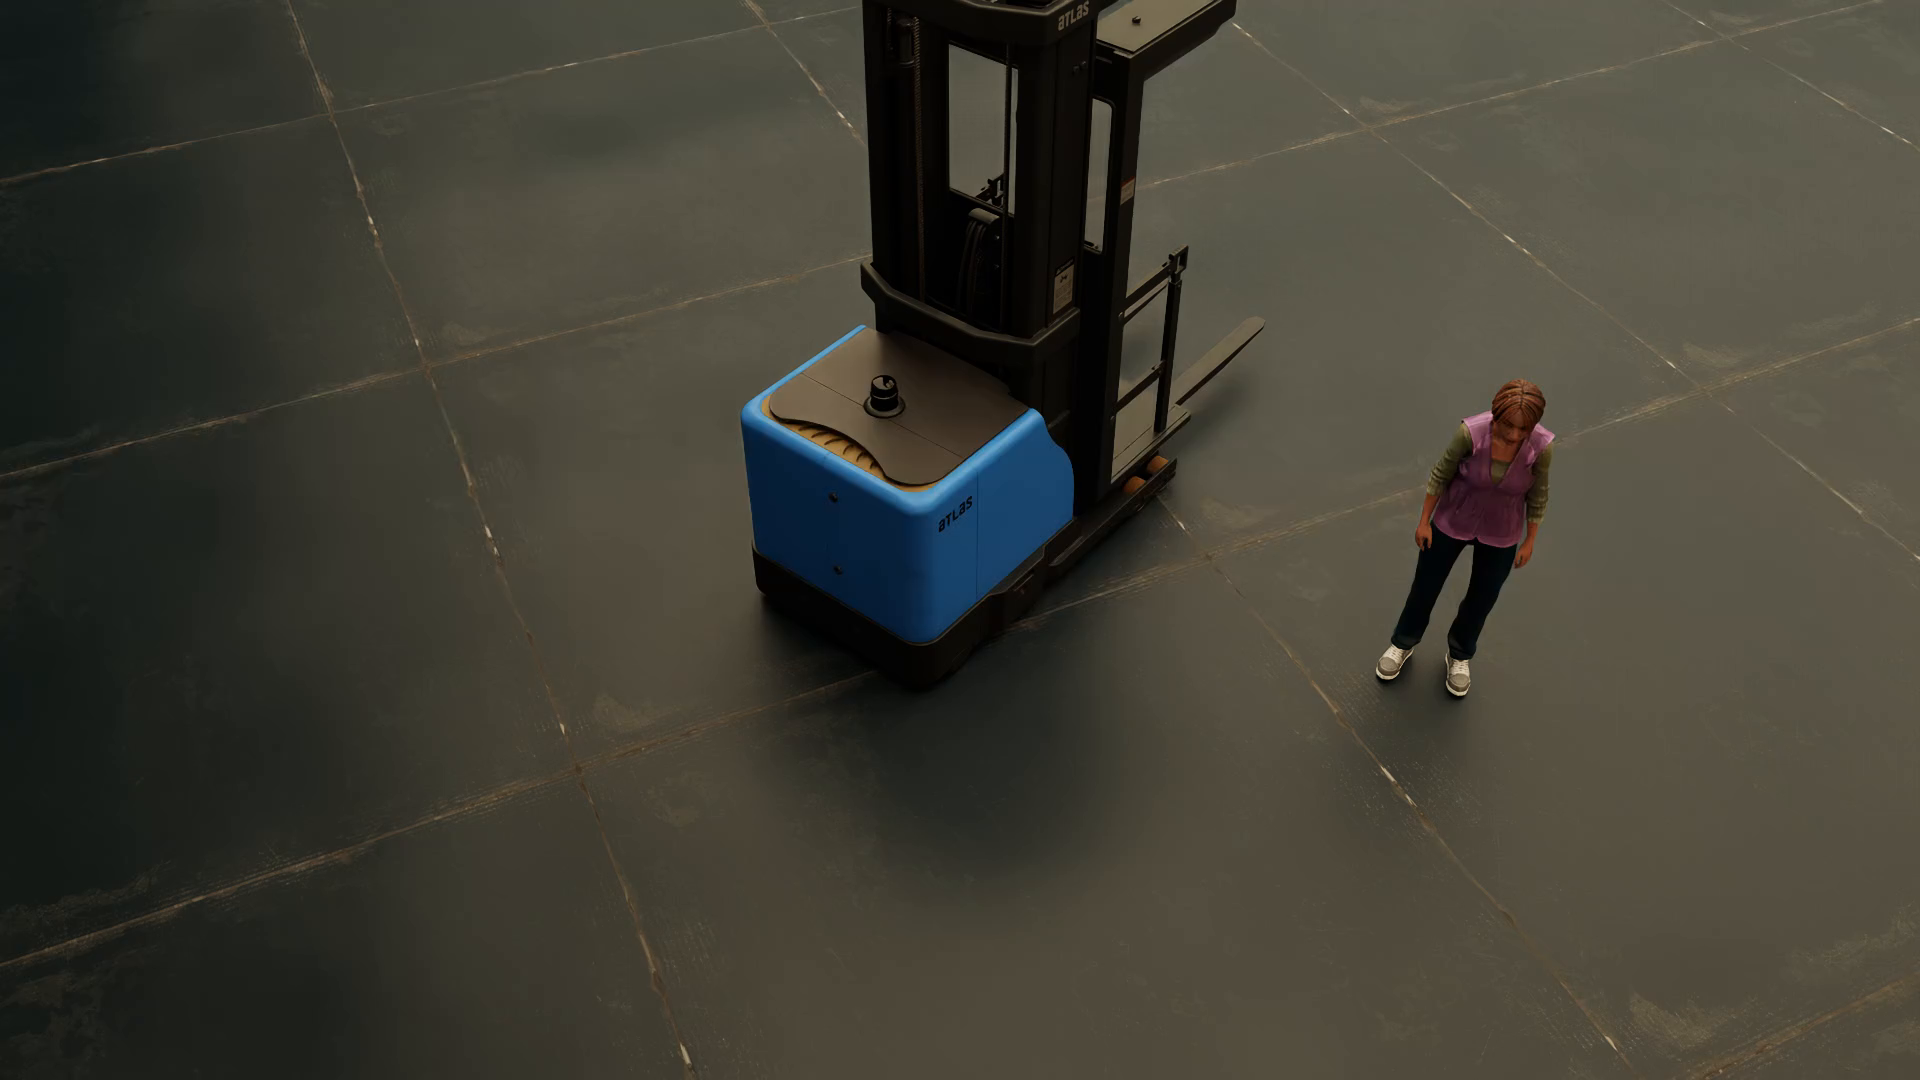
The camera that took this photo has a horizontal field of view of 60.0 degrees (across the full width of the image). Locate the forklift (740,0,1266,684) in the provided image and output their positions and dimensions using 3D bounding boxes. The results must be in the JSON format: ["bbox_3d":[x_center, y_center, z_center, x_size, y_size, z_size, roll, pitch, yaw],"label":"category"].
[{"bbox_3d":[0.395,-1.404,7.184,1.130,2.935,3.031,29,50,27],"label":"forklift"}]

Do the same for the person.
[{"bbox_3d":[2.068,-0.026,6.698,0.487,1.582,0.343,12,44,12],"label":"person"}]
